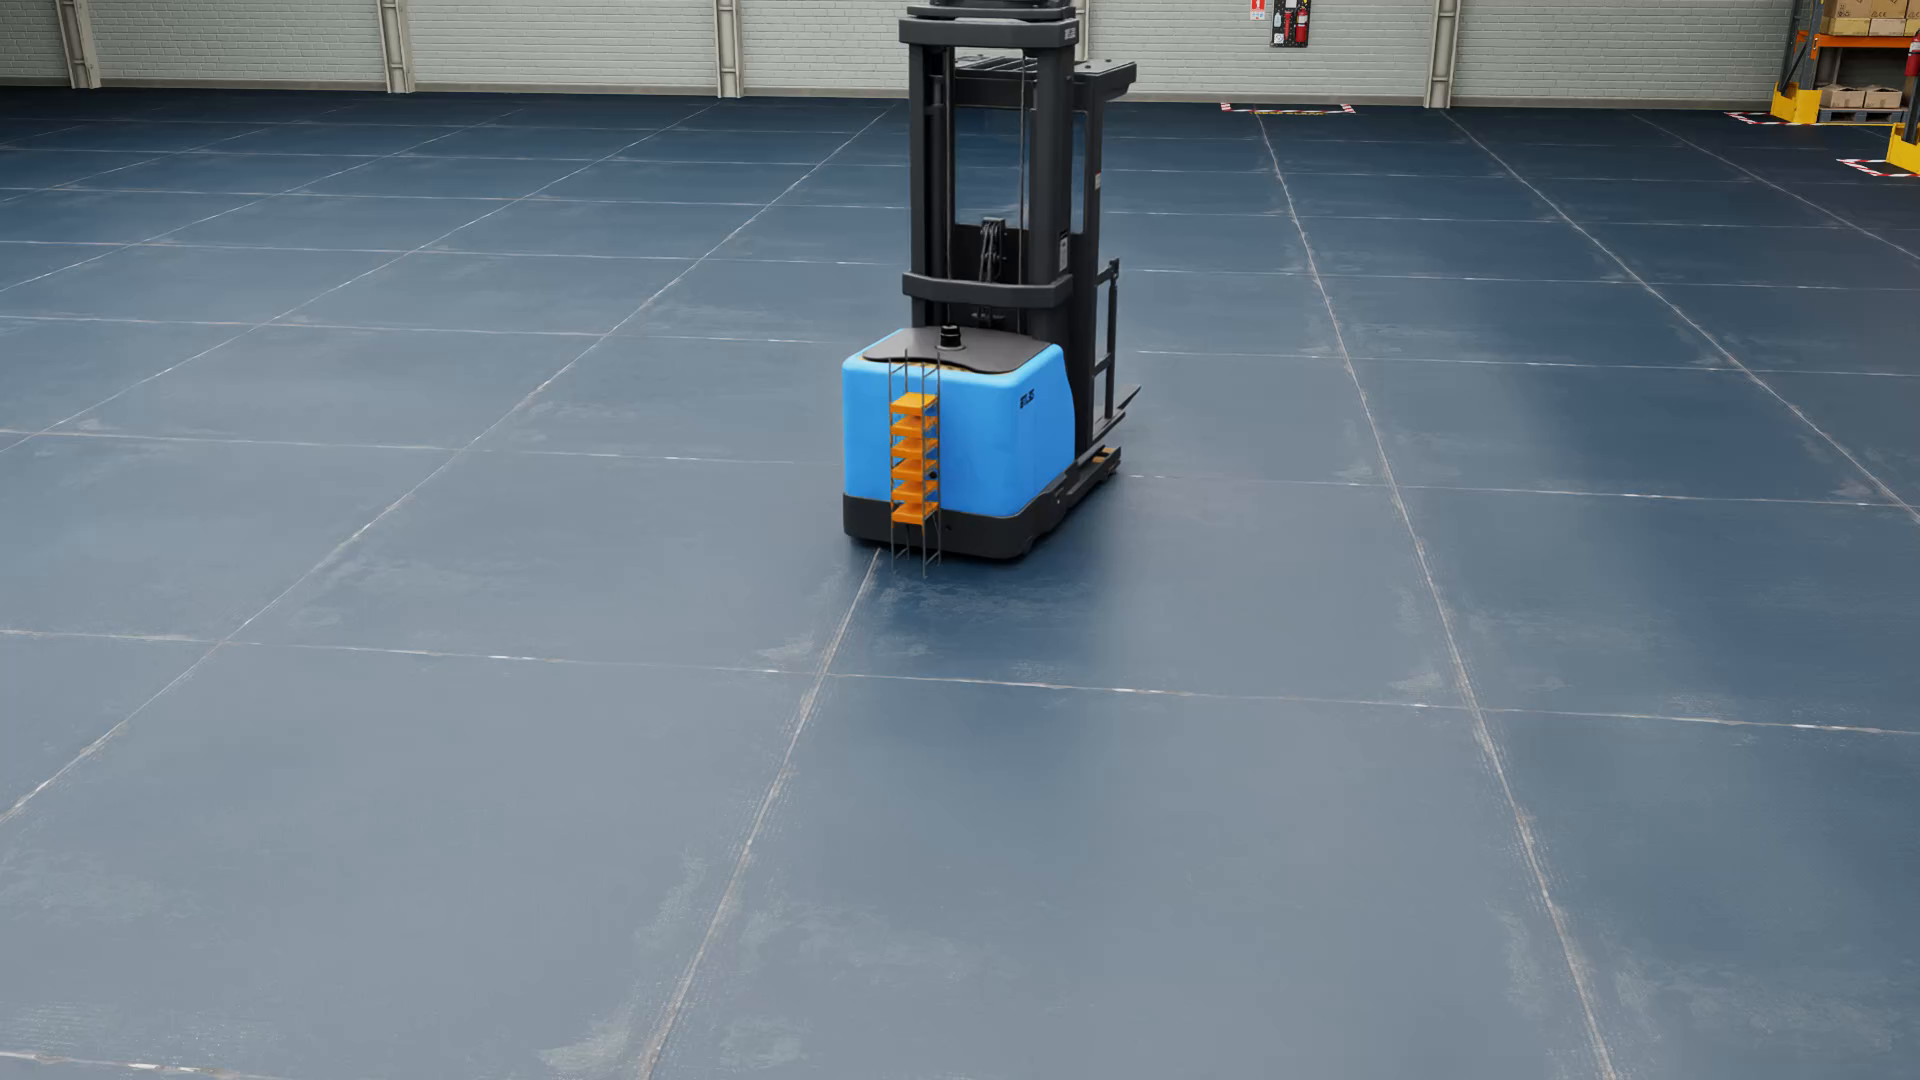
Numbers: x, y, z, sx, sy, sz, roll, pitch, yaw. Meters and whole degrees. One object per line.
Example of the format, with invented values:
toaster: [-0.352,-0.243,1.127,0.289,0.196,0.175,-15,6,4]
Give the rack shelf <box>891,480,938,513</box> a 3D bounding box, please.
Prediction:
rack shelf: [-0.235,-0.243,8.871,0.180,0.103,0.258,8,23,19]

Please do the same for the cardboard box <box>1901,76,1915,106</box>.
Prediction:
cardboard box: [15.053,-6.963,25.774,0.500,0.500,0.700,1,22,3]

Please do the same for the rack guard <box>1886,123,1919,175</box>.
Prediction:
rack guard: [12.485,-5.088,21.630,0.348,0.500,1.175,2,22,6]

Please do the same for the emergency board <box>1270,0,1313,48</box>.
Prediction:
emergency board: [5.477,-8.725,27.428,0.643,1.169,0.194,2,22,6]

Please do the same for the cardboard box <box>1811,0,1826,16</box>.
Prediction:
cardboard box: [13.581,-8.404,25.774,0.500,0.500,0.500,2,22,6]

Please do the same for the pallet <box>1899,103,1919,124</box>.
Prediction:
pallet: [15.174,-6.657,25.990,1.213,0.211,1.003,2,22,6]

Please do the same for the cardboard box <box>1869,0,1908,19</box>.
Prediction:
cardboard box: [14.016,-8.191,25.236,0.500,0.500,0.500,3,22,6]

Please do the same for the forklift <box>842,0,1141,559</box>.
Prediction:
forklift: [0.372,-1.769,9.928,1.130,2.935,3.031,9,23,21]

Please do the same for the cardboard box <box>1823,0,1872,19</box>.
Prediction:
cardboard box: [13.526,-8.216,25.300,0.500,0.500,0.500,3,22,6]

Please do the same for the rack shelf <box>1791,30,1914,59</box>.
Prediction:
rack shelf: [15.074,-7.637,25.657,4.000,0.370,1.077,2,22,6]

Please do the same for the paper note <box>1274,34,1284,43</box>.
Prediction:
paper note: [5.309,-8.348,27.673,0.142,0.148,0.016,2,22,6]

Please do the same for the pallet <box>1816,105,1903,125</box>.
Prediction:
pallet: [13.966,-6.710,26.126,1.213,0.211,1.003,2,22,6]

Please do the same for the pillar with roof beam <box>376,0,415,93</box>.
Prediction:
pillar with roof beam: [-10.455,-10.601,24.014,0.400,9.000,9.100,2,22,6]

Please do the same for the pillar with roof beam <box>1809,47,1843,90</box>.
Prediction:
pillar with roof beam: [13.378,-9.562,21.387,0.400,9.000,9.100,2,22,6]

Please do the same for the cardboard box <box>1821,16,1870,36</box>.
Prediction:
cardboard box: [13.535,-7.861,25.421,0.500,0.250,0.500,2,22,5]

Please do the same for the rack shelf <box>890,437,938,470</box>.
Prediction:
rack shelf: [-0.235,-0.467,8.783,0.180,0.103,0.258,8,23,19]

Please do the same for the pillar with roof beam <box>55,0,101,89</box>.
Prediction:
pillar with roof beam: [-16.413,-10.860,24.670,0.400,9.000,9.100,2,22,6]

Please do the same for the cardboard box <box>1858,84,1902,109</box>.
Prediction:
cardboard box: [14.330,-6.925,25.936,0.500,0.311,0.500,4,22,11]

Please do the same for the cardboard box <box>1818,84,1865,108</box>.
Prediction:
cardboard box: [13.764,-6.950,25.998,0.500,0.311,0.500,0,22,0]

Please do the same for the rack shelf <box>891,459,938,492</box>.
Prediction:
rack shelf: [-0.235,-0.355,8.827,0.180,0.103,0.258,8,23,19]

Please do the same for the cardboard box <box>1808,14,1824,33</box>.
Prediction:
cardboard box: [13.575,-8.049,25.895,0.500,0.250,0.500,3,22,7]

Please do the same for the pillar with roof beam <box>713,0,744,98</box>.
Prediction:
pillar with roof beam: [-4.497,-10.341,23.357,0.400,9.000,9.100,2,22,6]

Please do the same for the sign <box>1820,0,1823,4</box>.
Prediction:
sign: [13.024,-8.263,25.083,0.005,0.325,0.100,2,22,6]

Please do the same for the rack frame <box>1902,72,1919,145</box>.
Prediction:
rack frame: [12.508,-6.250,21.168,0.127,3.000,1.000,2,22,6]

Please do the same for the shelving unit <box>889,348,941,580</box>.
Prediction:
shelving unit: [-0.235,-0.396,8.811,0.189,1.200,0.258,8,23,19]

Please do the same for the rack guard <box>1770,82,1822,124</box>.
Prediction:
rack guard: [13.163,-6.893,26.195,0.348,0.500,1.175,2,22,6]

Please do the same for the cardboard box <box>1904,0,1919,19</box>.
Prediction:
cardboard box: [14.528,-8.167,25.174,0.500,0.500,0.500,2,22,5]

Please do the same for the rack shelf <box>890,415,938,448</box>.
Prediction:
rack shelf: [-0.235,-0.578,8.739,0.180,0.103,0.258,8,23,19]

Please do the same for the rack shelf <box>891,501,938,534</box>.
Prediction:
rack shelf: [-0.235,-0.132,8.915,0.180,0.103,0.258,8,23,19]

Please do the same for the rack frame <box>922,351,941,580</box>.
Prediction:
rack frame: [-0.150,-0.384,8.780,0.006,1.200,0.240,8,23,19]

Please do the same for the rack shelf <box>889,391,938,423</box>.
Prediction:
rack shelf: [-0.235,-0.690,8.695,0.180,0.103,0.258,8,23,19]

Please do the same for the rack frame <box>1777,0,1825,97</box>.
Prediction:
rack frame: [13.088,-8.059,25.743,0.127,3.000,1.000,2,22,6]

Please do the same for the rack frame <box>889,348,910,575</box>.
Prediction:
rack frame: [-0.321,-0.408,8.841,0.006,1.200,0.240,8,23,19]

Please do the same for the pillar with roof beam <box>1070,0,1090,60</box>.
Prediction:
pillar with roof beam: [1.461,-10.081,22.700,0.400,9.000,9.100,2,22,6]

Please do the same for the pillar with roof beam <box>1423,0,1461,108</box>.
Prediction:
pillar with roof beam: [7.420,-9.822,22.044,0.400,9.000,9.100,2,22,6]

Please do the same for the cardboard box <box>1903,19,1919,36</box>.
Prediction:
cardboard box: [14.557,-7.820,25.316,0.500,0.250,0.500,2,22,5]

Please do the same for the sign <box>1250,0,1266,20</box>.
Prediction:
sign: [4.940,-8.803,27.577,0.234,0.329,0.001,2,22,6]

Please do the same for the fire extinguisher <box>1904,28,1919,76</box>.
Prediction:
fire extinguisher: [12.446,-6.388,21.624,0.183,0.674,0.296,2,22,6]

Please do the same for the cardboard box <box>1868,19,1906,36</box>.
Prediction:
cardboard box: [14.052,-7.844,25.377,0.500,0.250,0.500,2,22,5]
